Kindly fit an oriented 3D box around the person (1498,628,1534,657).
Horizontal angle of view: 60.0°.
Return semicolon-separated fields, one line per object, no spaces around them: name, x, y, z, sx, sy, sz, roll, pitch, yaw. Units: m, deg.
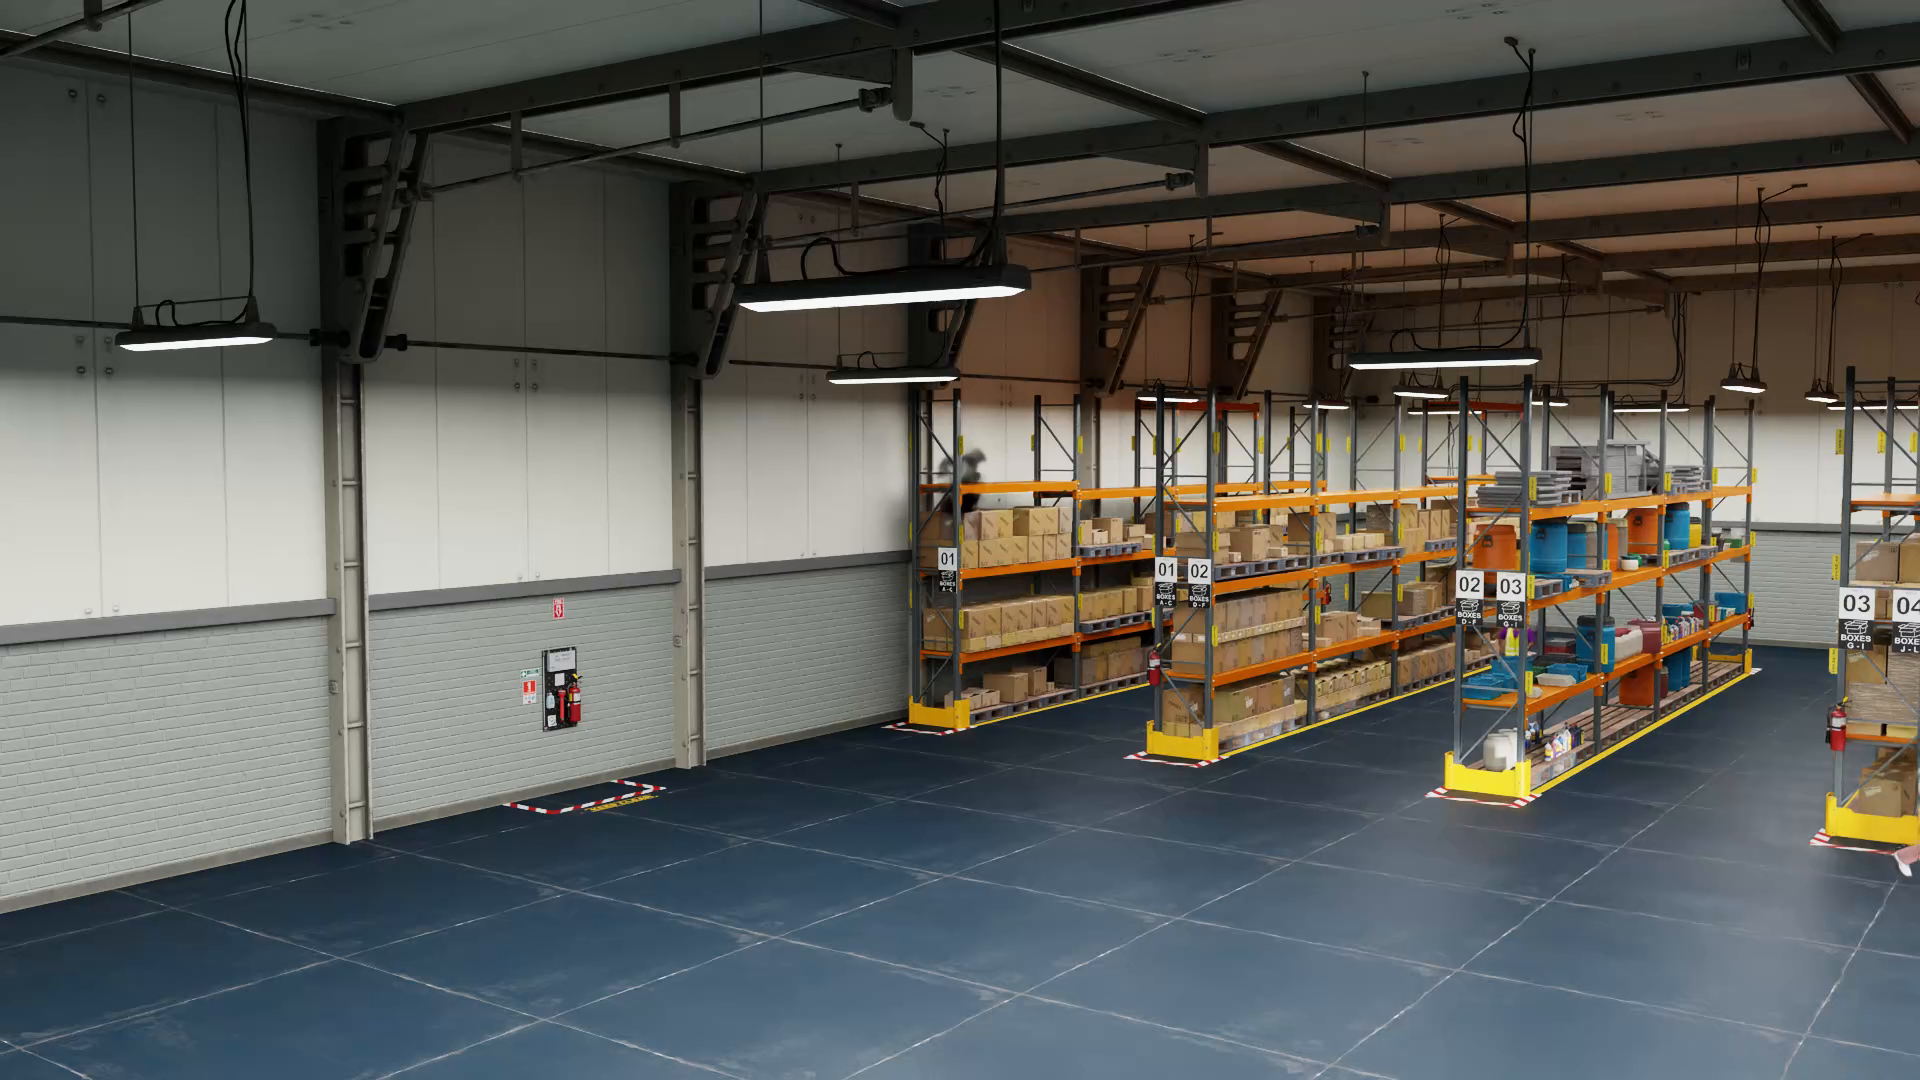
person;10.887;2.272;32.600;0.692;1.722;0.605;1;4;22

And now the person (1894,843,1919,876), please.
person;10.993;3.114;18.659;0.586;1.671;0.919;-1;3;-16
